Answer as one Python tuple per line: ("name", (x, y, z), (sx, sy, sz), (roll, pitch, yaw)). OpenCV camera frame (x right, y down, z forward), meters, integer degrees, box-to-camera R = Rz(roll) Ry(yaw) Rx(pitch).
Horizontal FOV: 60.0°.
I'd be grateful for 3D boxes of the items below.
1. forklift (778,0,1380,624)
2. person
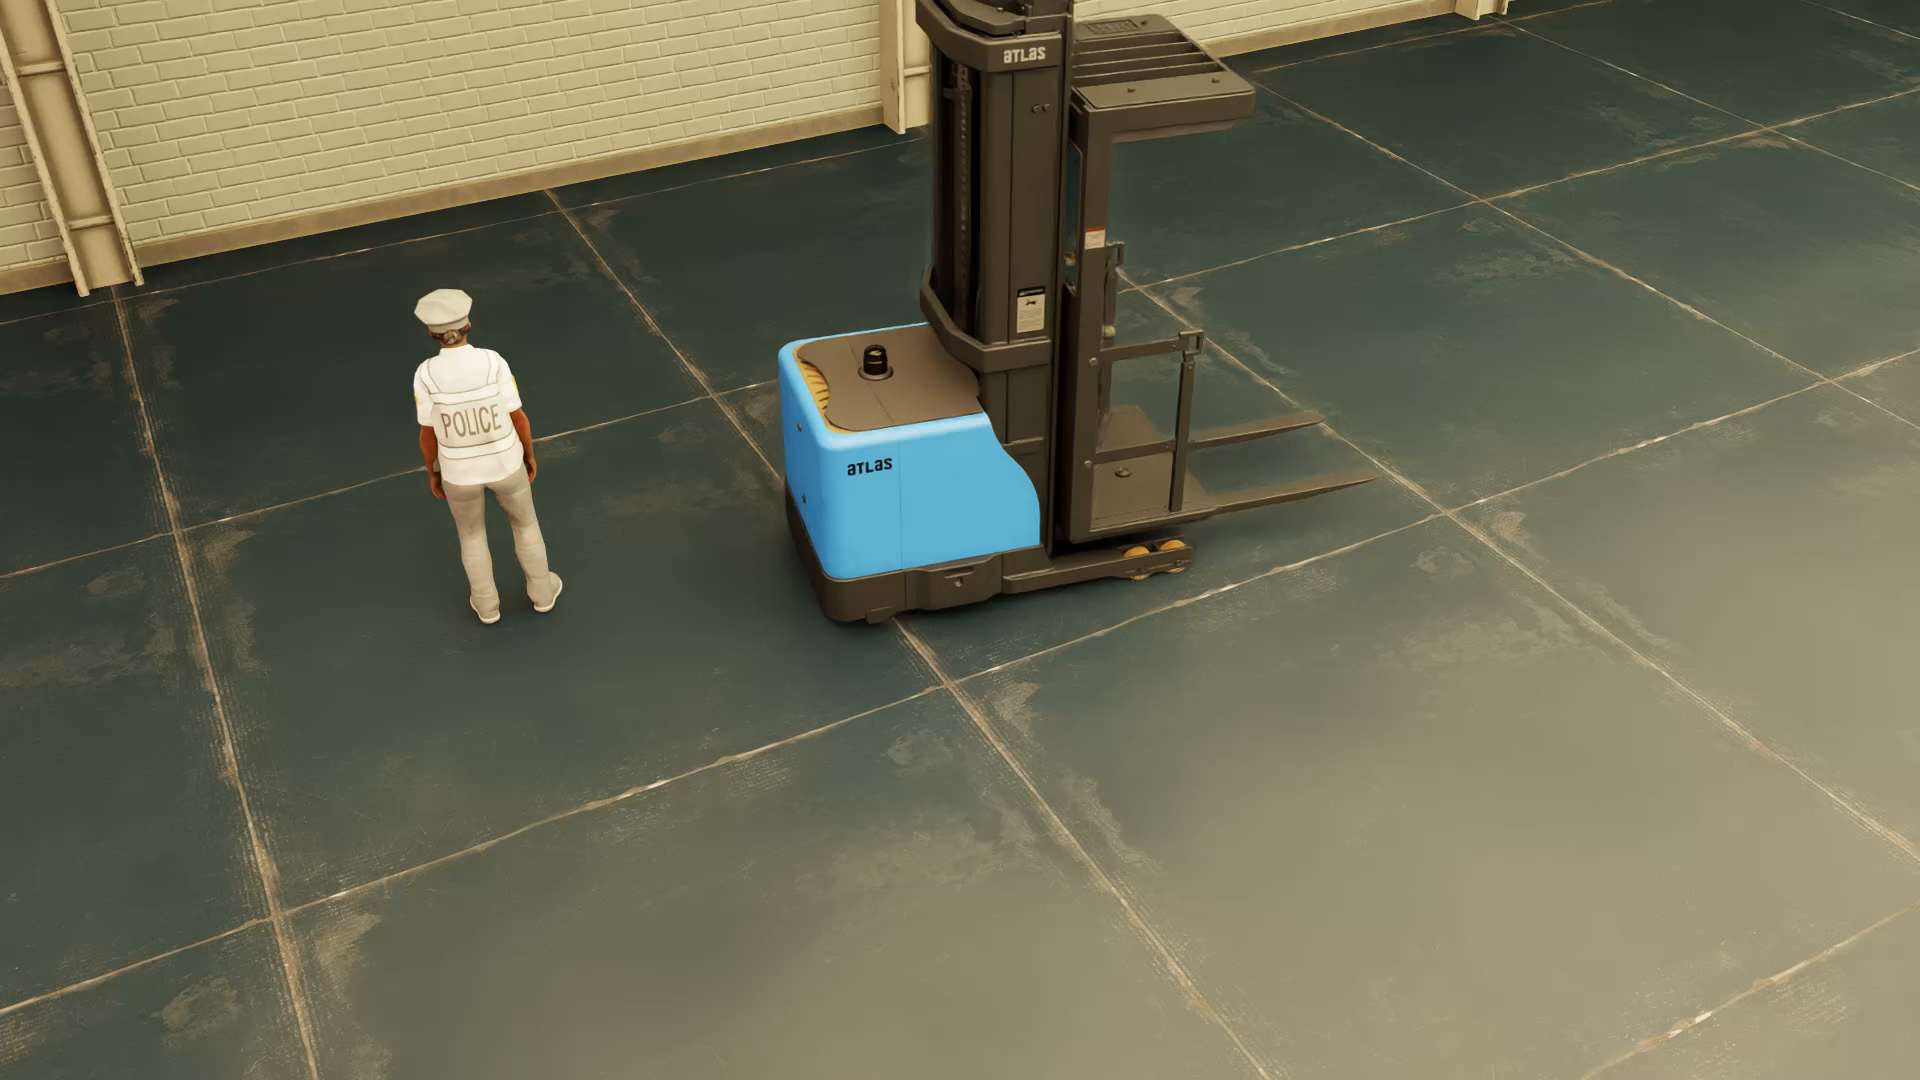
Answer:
("forklift", (0.669, -1.278, 7.931), (3.031, 2.935, 1.130), (-10, 36, -14))
("person", (-2.210, -0.347, 7.720), (0.517, 1.655, 0.397), (-11, 37, -15))
